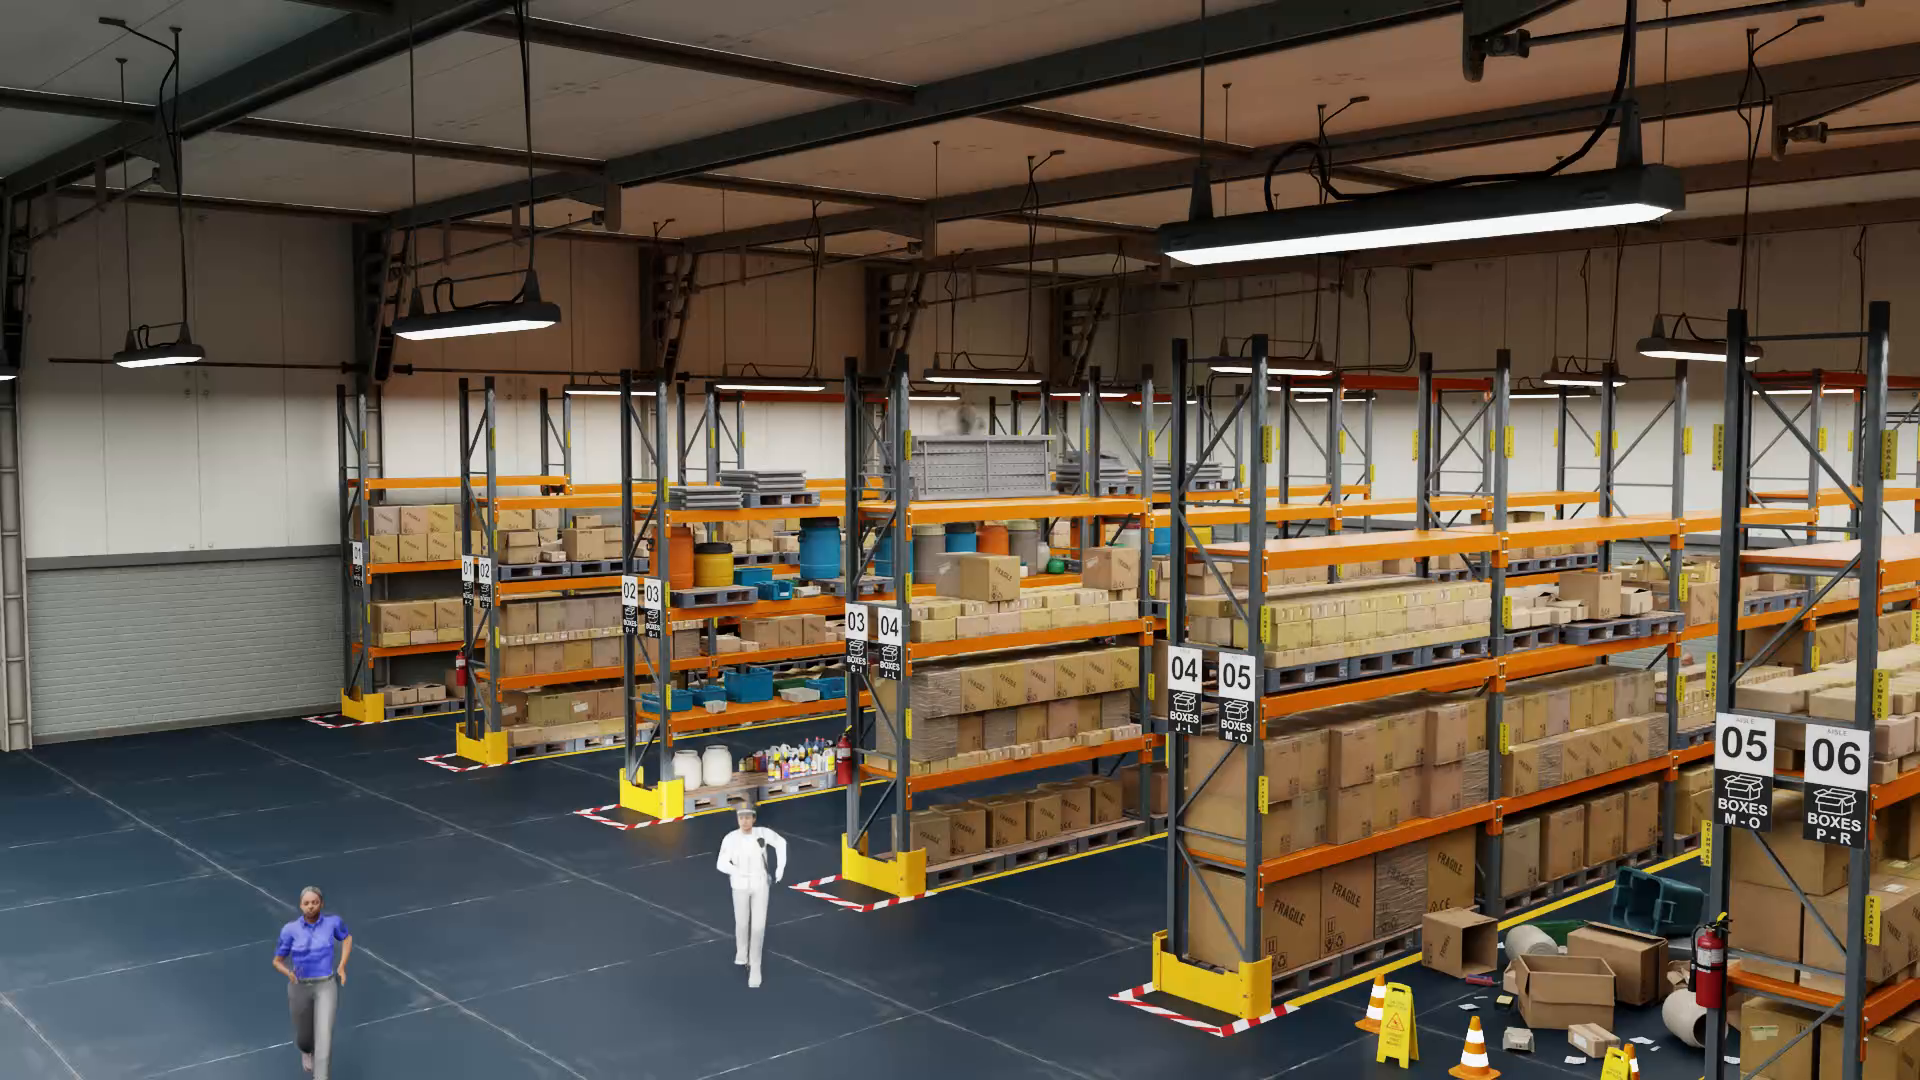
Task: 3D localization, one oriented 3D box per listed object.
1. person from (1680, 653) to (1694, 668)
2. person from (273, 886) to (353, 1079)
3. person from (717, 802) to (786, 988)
[{"bbox_3d":[11.023,2.742,25.222,0.834,1.633,0.727,-3,5,-42],"label":"person"},{"bbox_3d":[-4.995,3.493,12.861,0.580,1.654,0.898,-1,4,-21],"label":"person"},{"bbox_3d":[-1.961,3.293,15.674,0.622,1.729,0.866,0,4,-1],"label":"person"}]
